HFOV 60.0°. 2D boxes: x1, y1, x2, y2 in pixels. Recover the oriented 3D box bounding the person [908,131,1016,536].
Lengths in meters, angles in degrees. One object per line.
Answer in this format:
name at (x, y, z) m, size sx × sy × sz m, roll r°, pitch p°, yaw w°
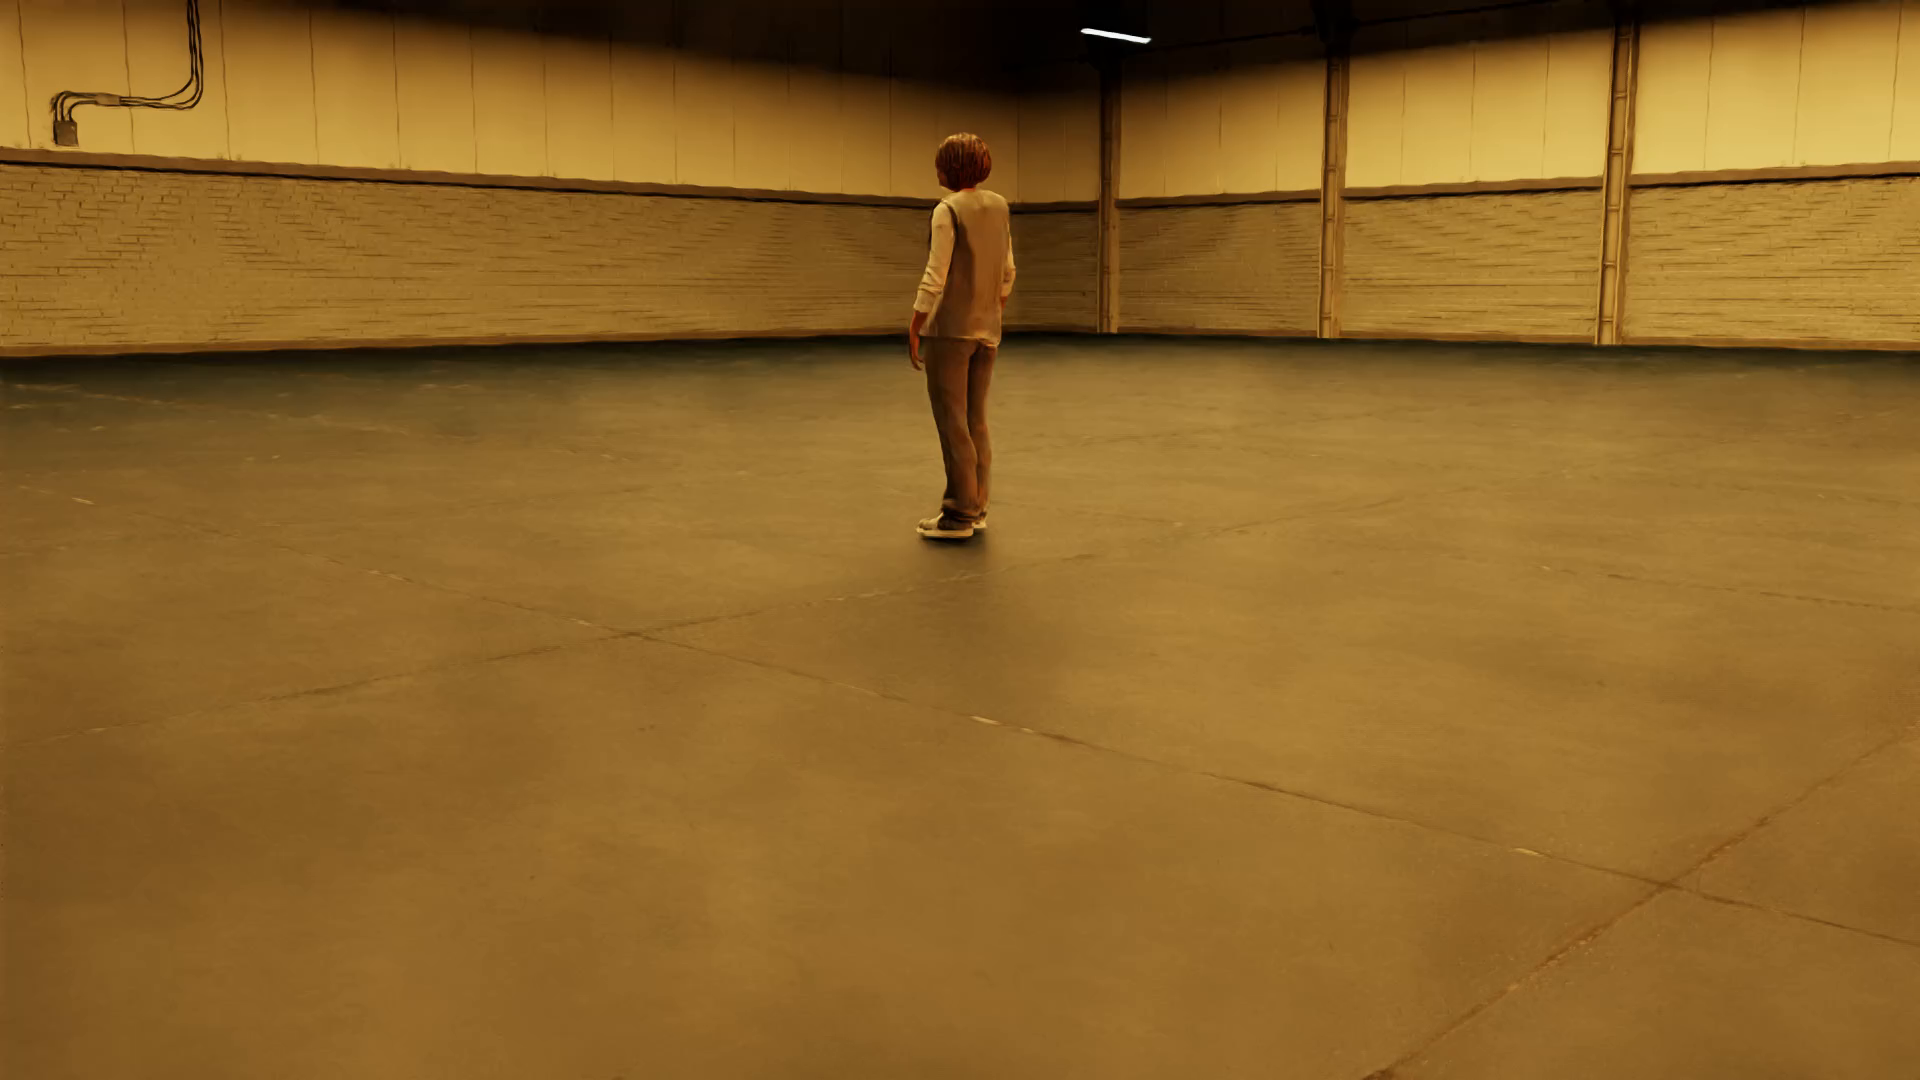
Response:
person at (-0.044, -0.806, 6.658) m, size 0.474 × 1.597 × 0.521 m, roll 8°, pitch 12°, yaw 43°
